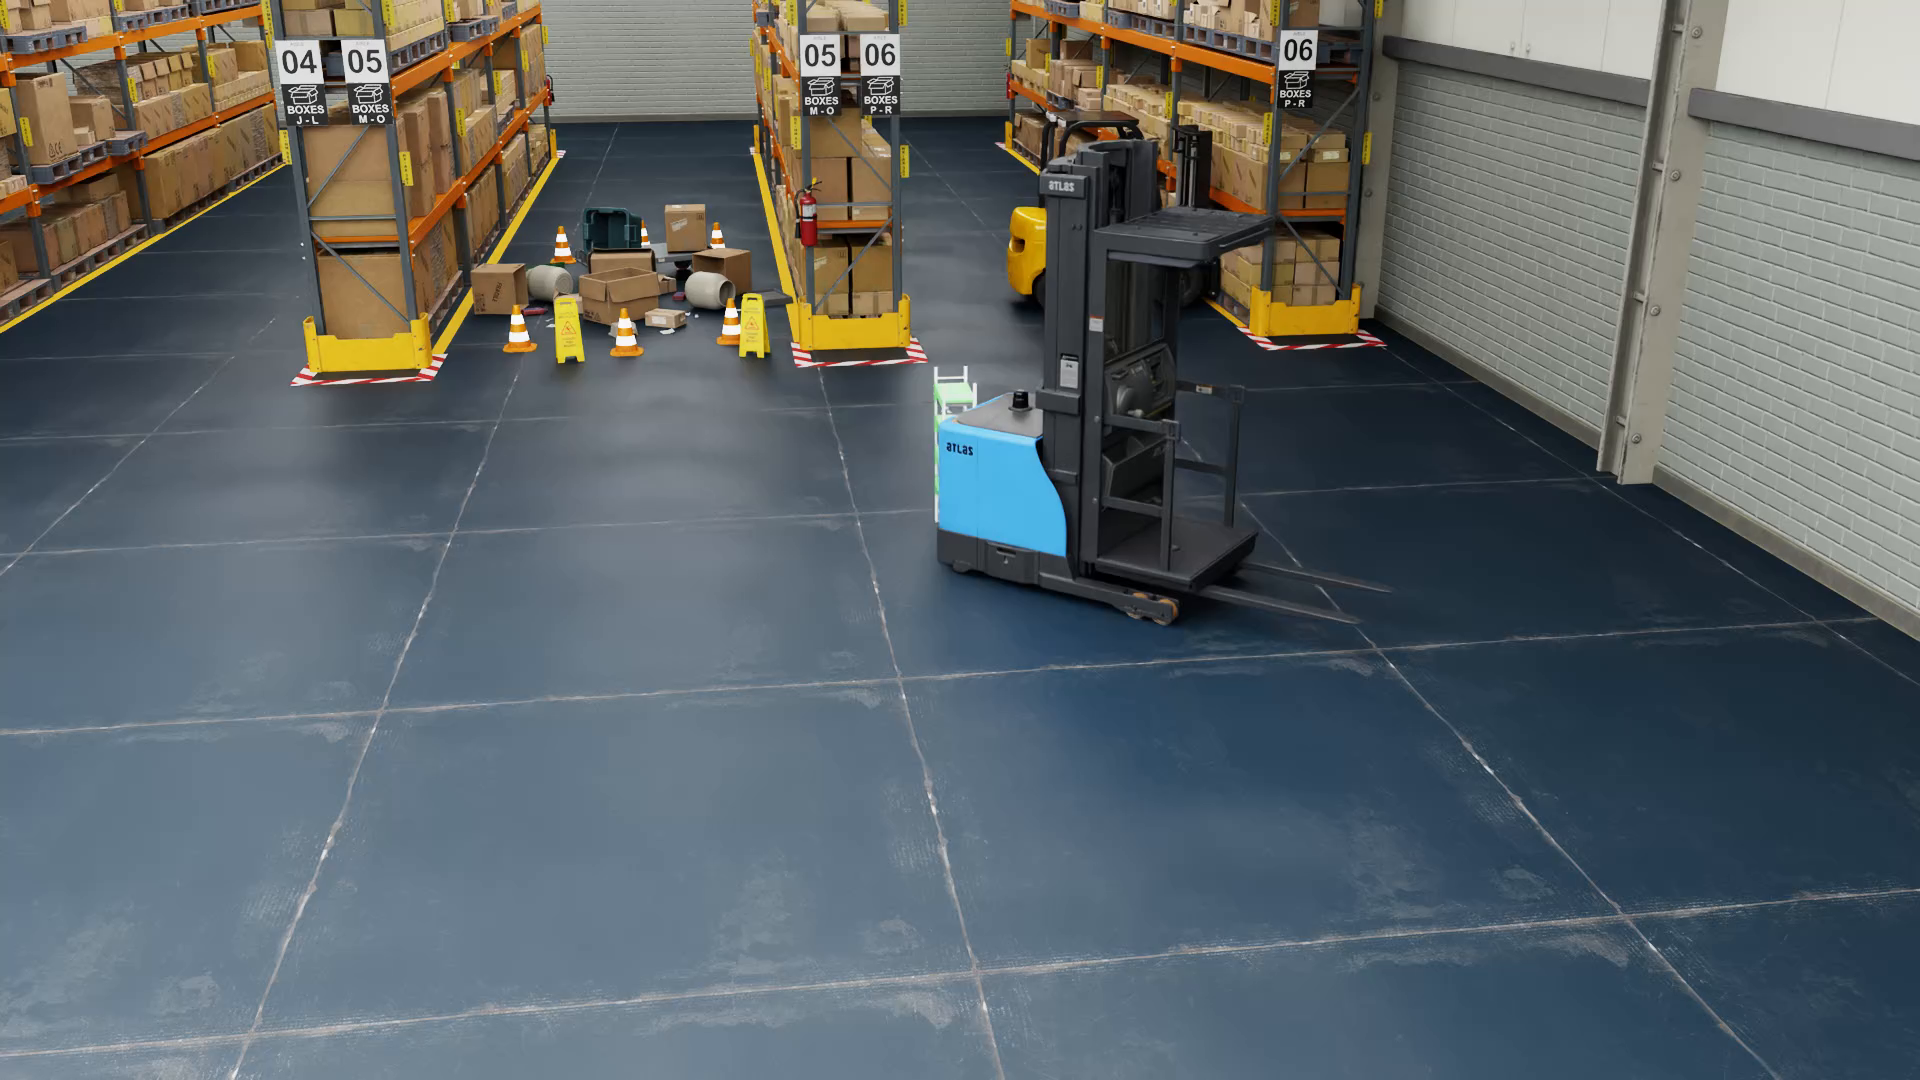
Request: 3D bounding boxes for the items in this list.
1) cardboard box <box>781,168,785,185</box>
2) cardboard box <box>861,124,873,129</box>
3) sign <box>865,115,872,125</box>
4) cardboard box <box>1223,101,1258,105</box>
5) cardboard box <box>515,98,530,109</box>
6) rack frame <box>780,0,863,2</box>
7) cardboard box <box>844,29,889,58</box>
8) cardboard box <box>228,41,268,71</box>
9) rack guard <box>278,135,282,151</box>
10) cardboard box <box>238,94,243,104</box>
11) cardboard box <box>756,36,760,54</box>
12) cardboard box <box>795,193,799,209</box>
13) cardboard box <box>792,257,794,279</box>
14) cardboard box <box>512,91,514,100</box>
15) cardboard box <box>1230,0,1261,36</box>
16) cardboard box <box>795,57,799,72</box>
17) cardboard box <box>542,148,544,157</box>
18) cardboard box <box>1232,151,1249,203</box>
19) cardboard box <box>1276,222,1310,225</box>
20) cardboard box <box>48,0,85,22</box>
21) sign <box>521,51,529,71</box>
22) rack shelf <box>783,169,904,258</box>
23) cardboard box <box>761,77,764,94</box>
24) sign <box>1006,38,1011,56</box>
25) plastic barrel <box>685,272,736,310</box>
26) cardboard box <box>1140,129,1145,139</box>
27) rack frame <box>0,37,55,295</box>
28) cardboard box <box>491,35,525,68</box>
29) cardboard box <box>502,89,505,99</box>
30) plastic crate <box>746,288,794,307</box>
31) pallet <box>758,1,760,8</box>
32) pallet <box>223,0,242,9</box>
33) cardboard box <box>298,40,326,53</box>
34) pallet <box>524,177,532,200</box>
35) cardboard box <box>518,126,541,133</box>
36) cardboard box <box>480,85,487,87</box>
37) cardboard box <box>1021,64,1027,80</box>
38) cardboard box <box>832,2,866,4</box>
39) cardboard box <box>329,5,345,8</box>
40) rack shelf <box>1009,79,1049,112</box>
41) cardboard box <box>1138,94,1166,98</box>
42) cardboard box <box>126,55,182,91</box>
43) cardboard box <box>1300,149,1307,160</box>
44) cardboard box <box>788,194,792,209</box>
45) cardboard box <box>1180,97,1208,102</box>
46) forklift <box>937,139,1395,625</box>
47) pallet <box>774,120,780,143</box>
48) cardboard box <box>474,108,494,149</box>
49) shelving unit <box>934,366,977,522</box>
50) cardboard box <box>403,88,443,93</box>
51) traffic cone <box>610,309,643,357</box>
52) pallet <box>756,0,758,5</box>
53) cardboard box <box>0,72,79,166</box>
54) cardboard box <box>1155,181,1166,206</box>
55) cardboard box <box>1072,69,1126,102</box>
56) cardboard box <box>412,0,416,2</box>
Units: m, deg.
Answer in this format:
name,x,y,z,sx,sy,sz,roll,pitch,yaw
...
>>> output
name,x,y,z,sx,sy,sz,roll,pitch,yaw
cardboard box,-2.287,-5.684,25.585,0.875,0.875,0.875,-3,21,-8
cardboard box,-1.302,-4.722,20.003,0.500,0.500,0.500,-2,21,-6
sign,-1.157,-5.290,20.856,0.100,0.325,0.005,-3,21,-8
cardboard box,3.563,-5.501,21.162,0.380,0.149,0.250,-3,21,-8
cardboard box,-7.447,-7.337,27.931,0.380,0.149,0.250,-2,21,-6
rack frame,-1.693,-7.665,19.877,1.000,3.000,0.127,-3,21,-8
cardboard box,-0.925,-5.131,17.170,0.500,0.250,0.500,-3,21,-9
cardboard box,-12.899,-8.774,30.139,0.500,0.500,0.500,-3,21,-7
rack guard,-13.233,-7.347,31.172,1.175,0.500,0.348,-3,21,-8
cardboard box,-12.554,-7.575,28.569,0.380,0.149,0.250,-3,21,-7
cardboard box,-3.400,-8.815,29.959,0.500,0.500,0.500,-3,21,-8
cardboard box,-1.611,-3.730,18.275,0.380,0.149,0.250,-3,21,-7
cardboard box,-1.787,-3.361,20.258,0.500,0.250,0.500,-2,21,-5
cardboard box,-7.439,-7.201,26.969,0.380,0.149,0.250,-3,21,-7
cardboard box,3.441,-5.918,18.600,0.700,0.500,0.500,-3,21,-7
cardboard box,-1.513,-4.951,17.257,0.380,0.149,0.250,-3,21,-7
cardboard box,-7.787,-7.064,30.318,0.380,0.149,0.250,-4,21,-10
cardboard box,3.398,-4.105,18.778,0.500,0.500,0.500,-2,21,-6
cardboard box,3.776,-3.621,19.524,0.500,0.250,0.500,-3,21,-8
cardboard box,-11.619,-6.924,21.323,0.500,0.500,0.500,-3,21,-7
sign,-7.181,-7.911,27.456,0.100,0.325,0.005,-3,21,-8
rack shelf,-1.405,-3.825,19.199,1.077,0.370,4.000,-3,21,-8
cardboard box,-3.062,-7.622,27.836,0.500,0.250,0.500,-4,21,-9
sign,0.951,-9.639,32.500,0.100,0.325,0.005,-3,21,-8
plastic barrel,-2.912,-2.902,19.380,0.512,0.421,0.421,12,24,30
cardboard box,2.767,-5.544,22.988,0.500,0.250,0.500,-3,21,-7
rack frame,-11.500,-4.355,19.589,1.000,3.000,0.127,-3,21,-8
cardboard box,-7.554,-8.163,27.787,0.500,0.500,0.500,-2,21,-6
cardboard box,-7.254,-6.890,25.710,0.380,0.149,0.250,-2,21,-6
plastic crate,-2.278,-2.902,19.871,0.402,0.080,0.583,-11,23,-26
pallet,-2.954,-9.272,28.593,1.003,0.211,1.213,-3,21,-8
pallet,-12.933,-9.194,28.384,1.003,0.211,1.213,-3,21,-8
cardboard box,-6.384,-4.814,16.147,0.380,0.149,0.250,-3,21,-8
pallet,-7.616,-5.764,27.347,1.003,0.211,1.213,-3,21,-8
cardboard box,-8.000,-7.604,30.913,0.380,0.149,0.250,-3,21,-7
cardboard box,-7.101,-6.660,24.670,0.380,0.149,0.250,-3,21,-8
cardboard box,1.436,-8.810,31.305,0.500,0.250,0.500,-3,21,-9
cardboard box,-1.318,-6.331,19.811,0.380,0.149,0.250,-3,21,-9
cardboard box,-6.419,-5.231,16.695,0.500,0.250,0.500,-3,21,-8
rack shelf,1.777,-8.232,30.996,1.077,0.370,4.000,-3,21,-8
cardboard box,2.726,-6.185,23.419,0.380,0.149,0.250,-3,21,-8
cardboard box,-12.465,-7.182,25.583,0.797,0.503,0.637,-3,21,-7
cardboard box,3.904,-4.285,18.331,0.380,0.149,0.250,-3,21,-8
cardboard box,-1.917,-4.154,20.382,0.380,0.149,0.250,-3,21,-7
cardboard box,3.248,-6.034,23.013,0.380,0.149,0.250,-3,21,-8
forklift,1.356,-1.035,10.798,3.031,2.935,1.130,13,24,30
pallet,-2.062,-5.908,24.022,1.213,0.211,1.003,-3,21,-8
cardboard box,-6.752,-5.687,23.011,0.500,0.500,0.500,-3,21,-8
shelving unit,-0.036,-0.623,12.170,0.258,1.200,0.503,-3,21,-7
cardboard box,-6.558,-5.017,19.603,0.875,0.550,0.550,-3,21,-8
traffic cone,-3.504,-2.191,17.422,0.336,0.463,0.334,-3,21,-8
pallet,-3.127,-9.693,29.722,1.003,0.211,1.213,-3,21,-8
cardboard box,-11.476,-5.115,20.166,1.000,1.000,1.000,-3,21,-7
cardboard box,3.028,-4.640,23.145,0.875,0.625,0.625,-3,21,-8
cardboard box,2.223,-7.292,26.705,0.797,0.503,0.637,-3,21,-9
cardboard box,-5.953,-5.750,17.513,0.380,0.149,0.250,-3,21,-7
